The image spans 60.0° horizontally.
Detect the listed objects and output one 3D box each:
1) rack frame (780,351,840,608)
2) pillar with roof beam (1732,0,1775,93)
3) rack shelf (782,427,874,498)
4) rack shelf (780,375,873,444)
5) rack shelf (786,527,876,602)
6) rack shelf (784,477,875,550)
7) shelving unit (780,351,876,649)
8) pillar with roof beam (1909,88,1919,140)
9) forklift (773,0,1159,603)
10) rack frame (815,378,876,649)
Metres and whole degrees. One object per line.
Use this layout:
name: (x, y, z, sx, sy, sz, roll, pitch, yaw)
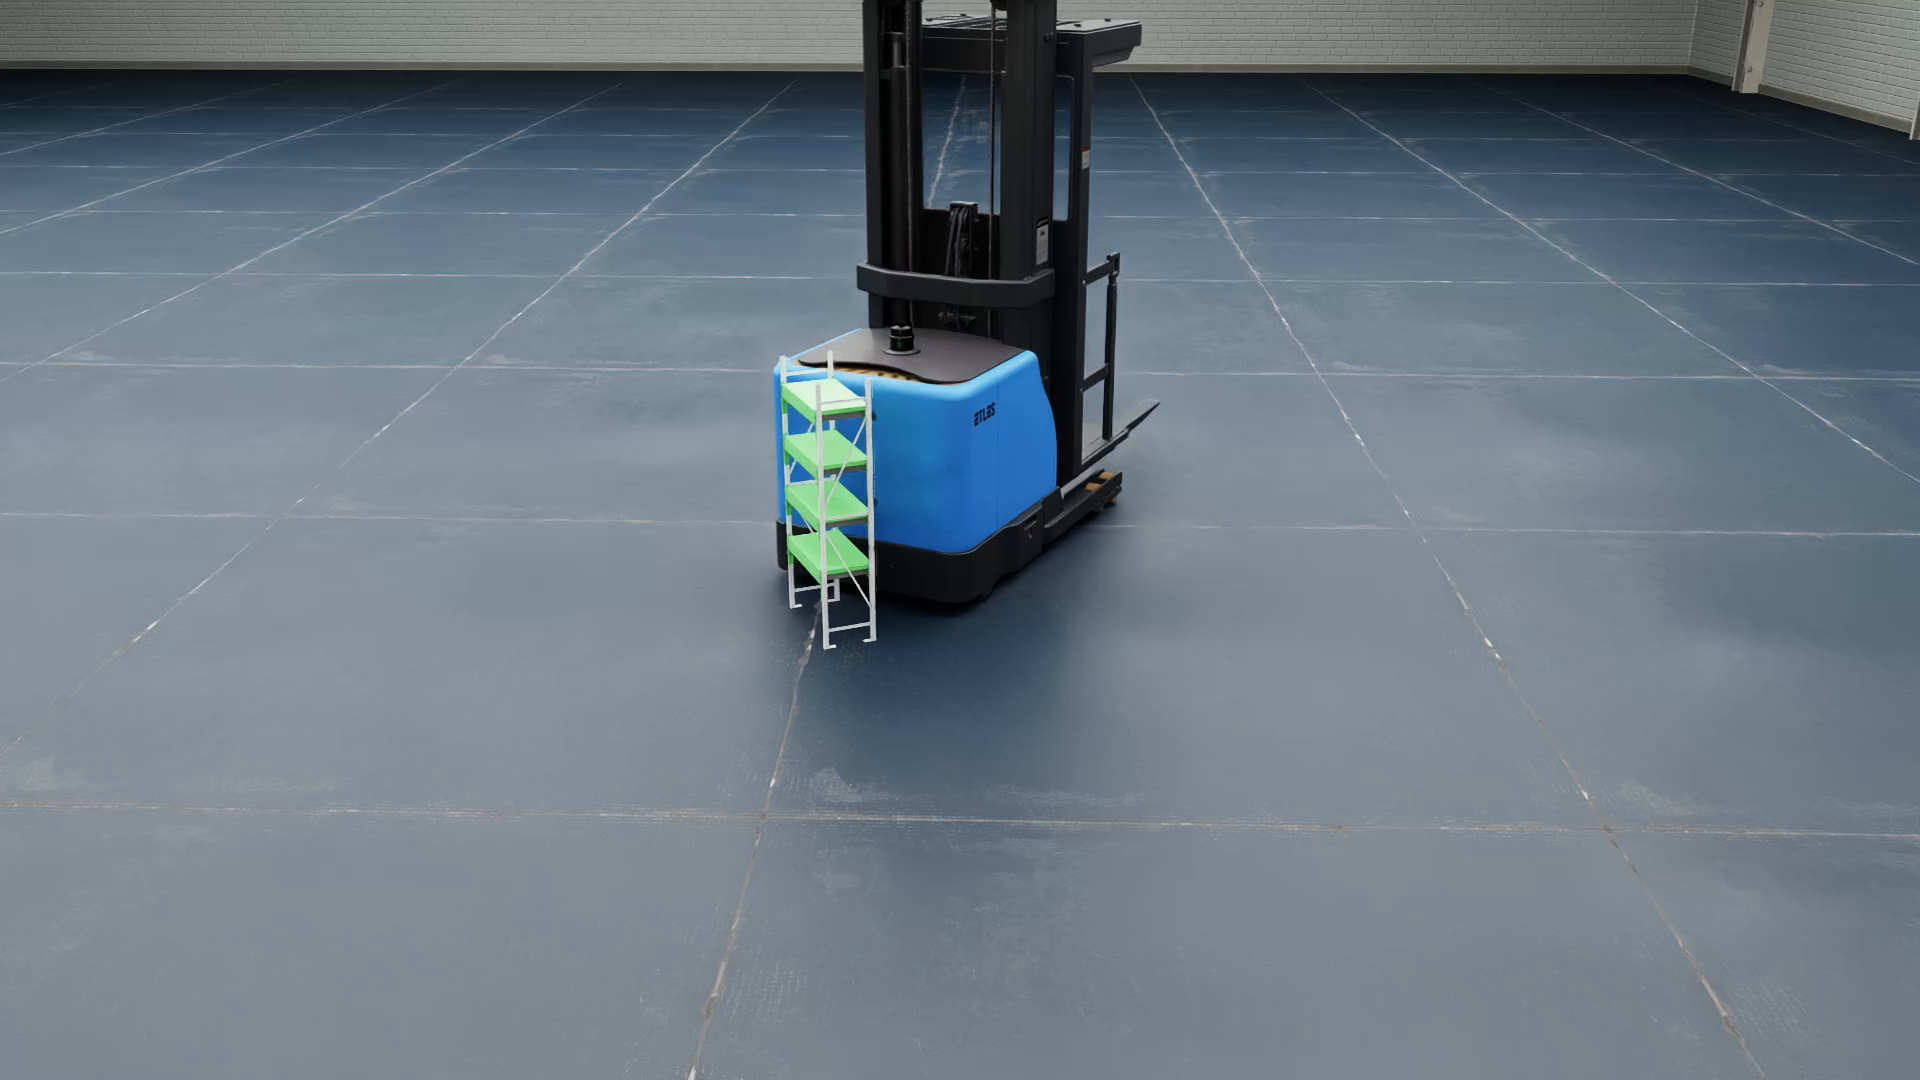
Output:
rack frame: (-0.677, -0.261, 7.544, 0.240, 1.200, 0.015, -9, 23, -21)
pillar with roof beam: (8.900, -11.780, 26.450, 9.100, 9.000, 0.400, 1, 21, 2)
rack shelf: (-0.581, -0.344, 7.271, 0.258, 0.148, 0.480, -9, 23, -21)
rack shelf: (-0.581, -0.568, 7.184, 0.258, 0.148, 0.480, -9, 23, -21)
rack shelf: (-0.581, 0.103, 7.444, 0.258, 0.148, 0.480, -9, 23, -21)
rack shelf: (-0.581, -0.121, 7.358, 0.258, 0.148, 0.480, -9, 23, -21)
shelving unit: (-0.581, -0.180, 7.334, 0.258, 1.200, 0.503, -9, 23, -21)
pillar with roof beam: (8.717, -9.611, 20.859, 9.100, 9.000, 0.400, 1, 21, 2)
forklift: (0.231, -1.572, 8.528, 1.130, 2.935, 3.031, 10, 23, 25)
rack frame: (-0.486, -0.099, 7.125, 0.240, 1.200, 0.015, -9, 23, -21)
